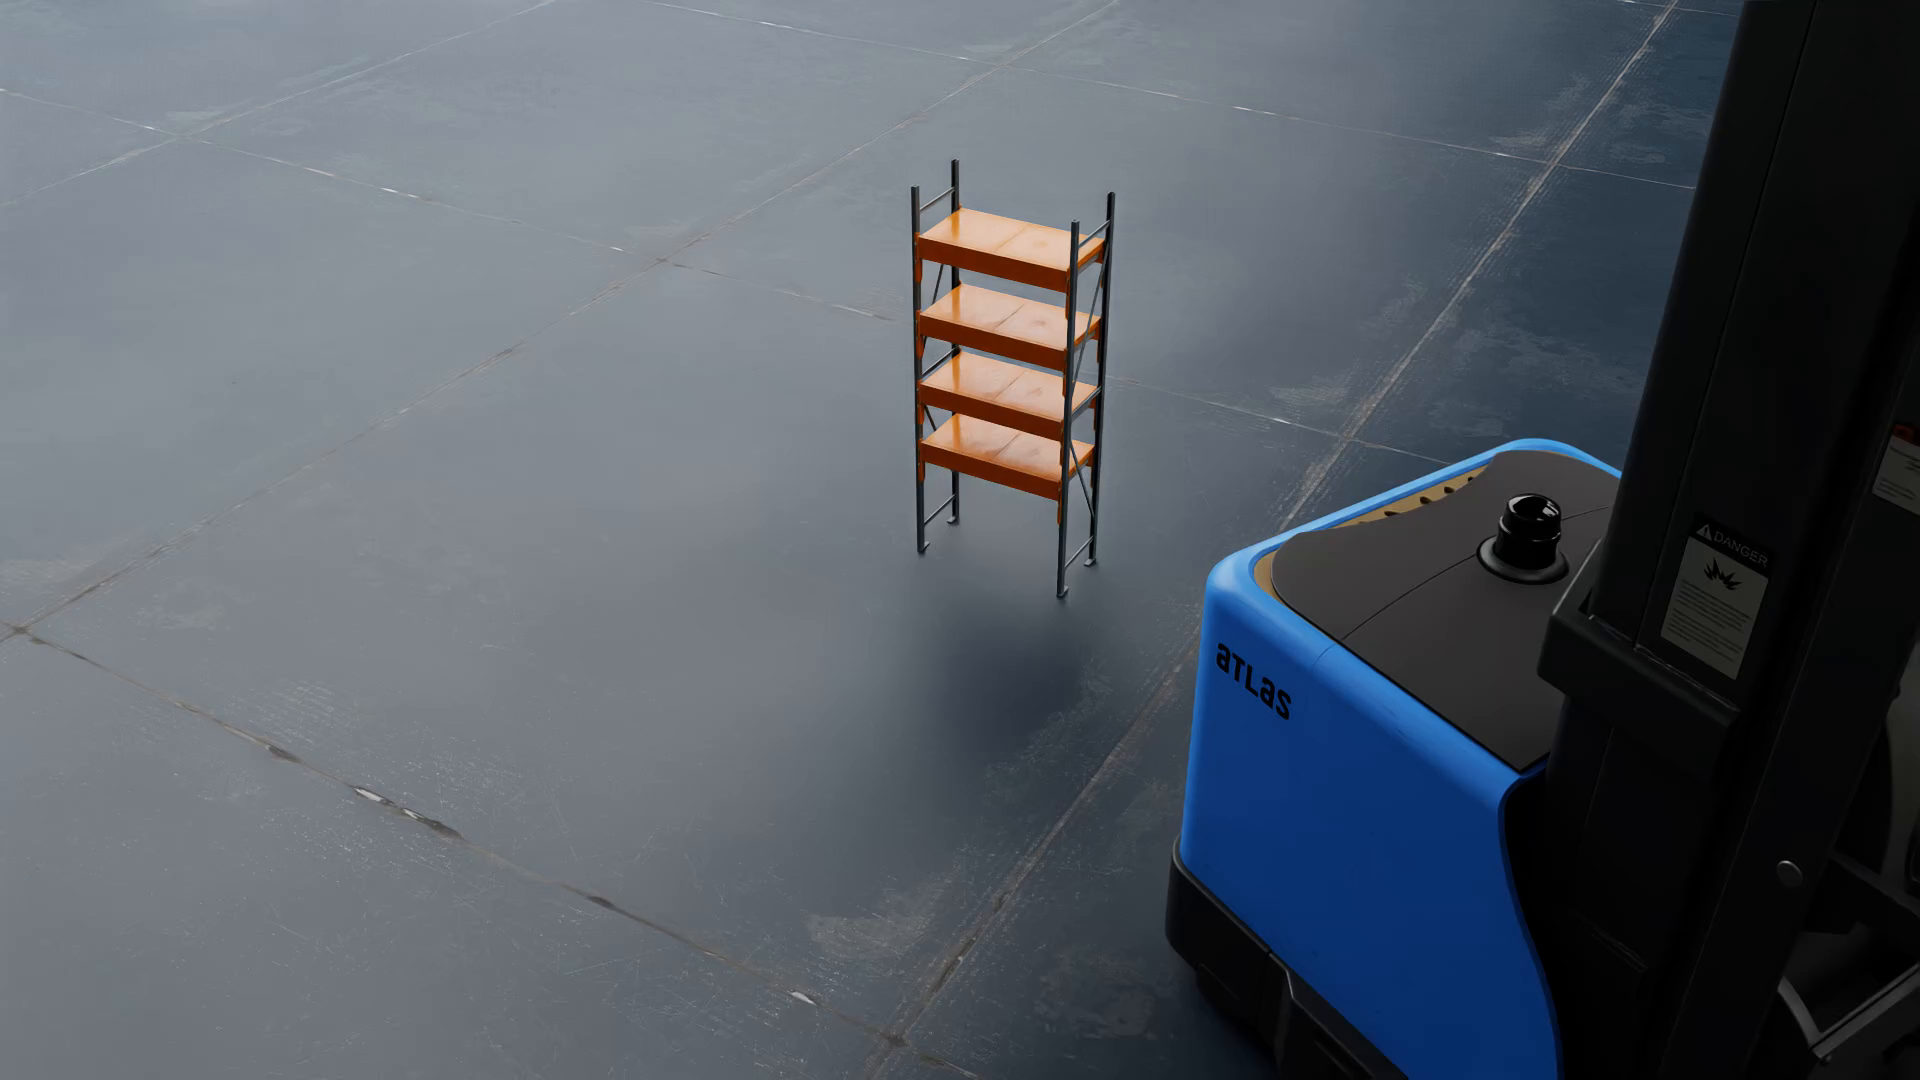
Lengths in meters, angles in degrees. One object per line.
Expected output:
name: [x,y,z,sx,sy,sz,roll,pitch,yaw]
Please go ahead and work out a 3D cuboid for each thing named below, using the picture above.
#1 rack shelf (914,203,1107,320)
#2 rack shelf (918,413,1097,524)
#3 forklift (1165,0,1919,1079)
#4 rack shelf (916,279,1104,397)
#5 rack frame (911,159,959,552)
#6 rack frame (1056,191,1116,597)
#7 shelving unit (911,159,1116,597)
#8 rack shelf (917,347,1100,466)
rack shelf: [0.144,-0.781,4.631,0.480,0.148,0.258,18,37,24]
rack shelf: [0.144,-0.233,4.996,0.480,0.148,0.258,18,37,24]
forklift: [1.692,0.256,2.221,1.130,2.935,3.031,-20,38,-27]
rack shelf: [0.144,-0.584,4.762,0.480,0.148,0.258,18,37,24]
rack frame: [-0.068,-0.521,4.950,0.015,1.200,0.240,18,37,24]
rack frame: [0.356,-0.387,4.748,0.015,1.200,0.240,18,37,24]
shelving unit: [0.144,-0.454,4.849,0.503,1.200,0.258,18,37,24]
rack shelf: [0.144,-0.398,4.886,0.480,0.148,0.258,18,37,24]
